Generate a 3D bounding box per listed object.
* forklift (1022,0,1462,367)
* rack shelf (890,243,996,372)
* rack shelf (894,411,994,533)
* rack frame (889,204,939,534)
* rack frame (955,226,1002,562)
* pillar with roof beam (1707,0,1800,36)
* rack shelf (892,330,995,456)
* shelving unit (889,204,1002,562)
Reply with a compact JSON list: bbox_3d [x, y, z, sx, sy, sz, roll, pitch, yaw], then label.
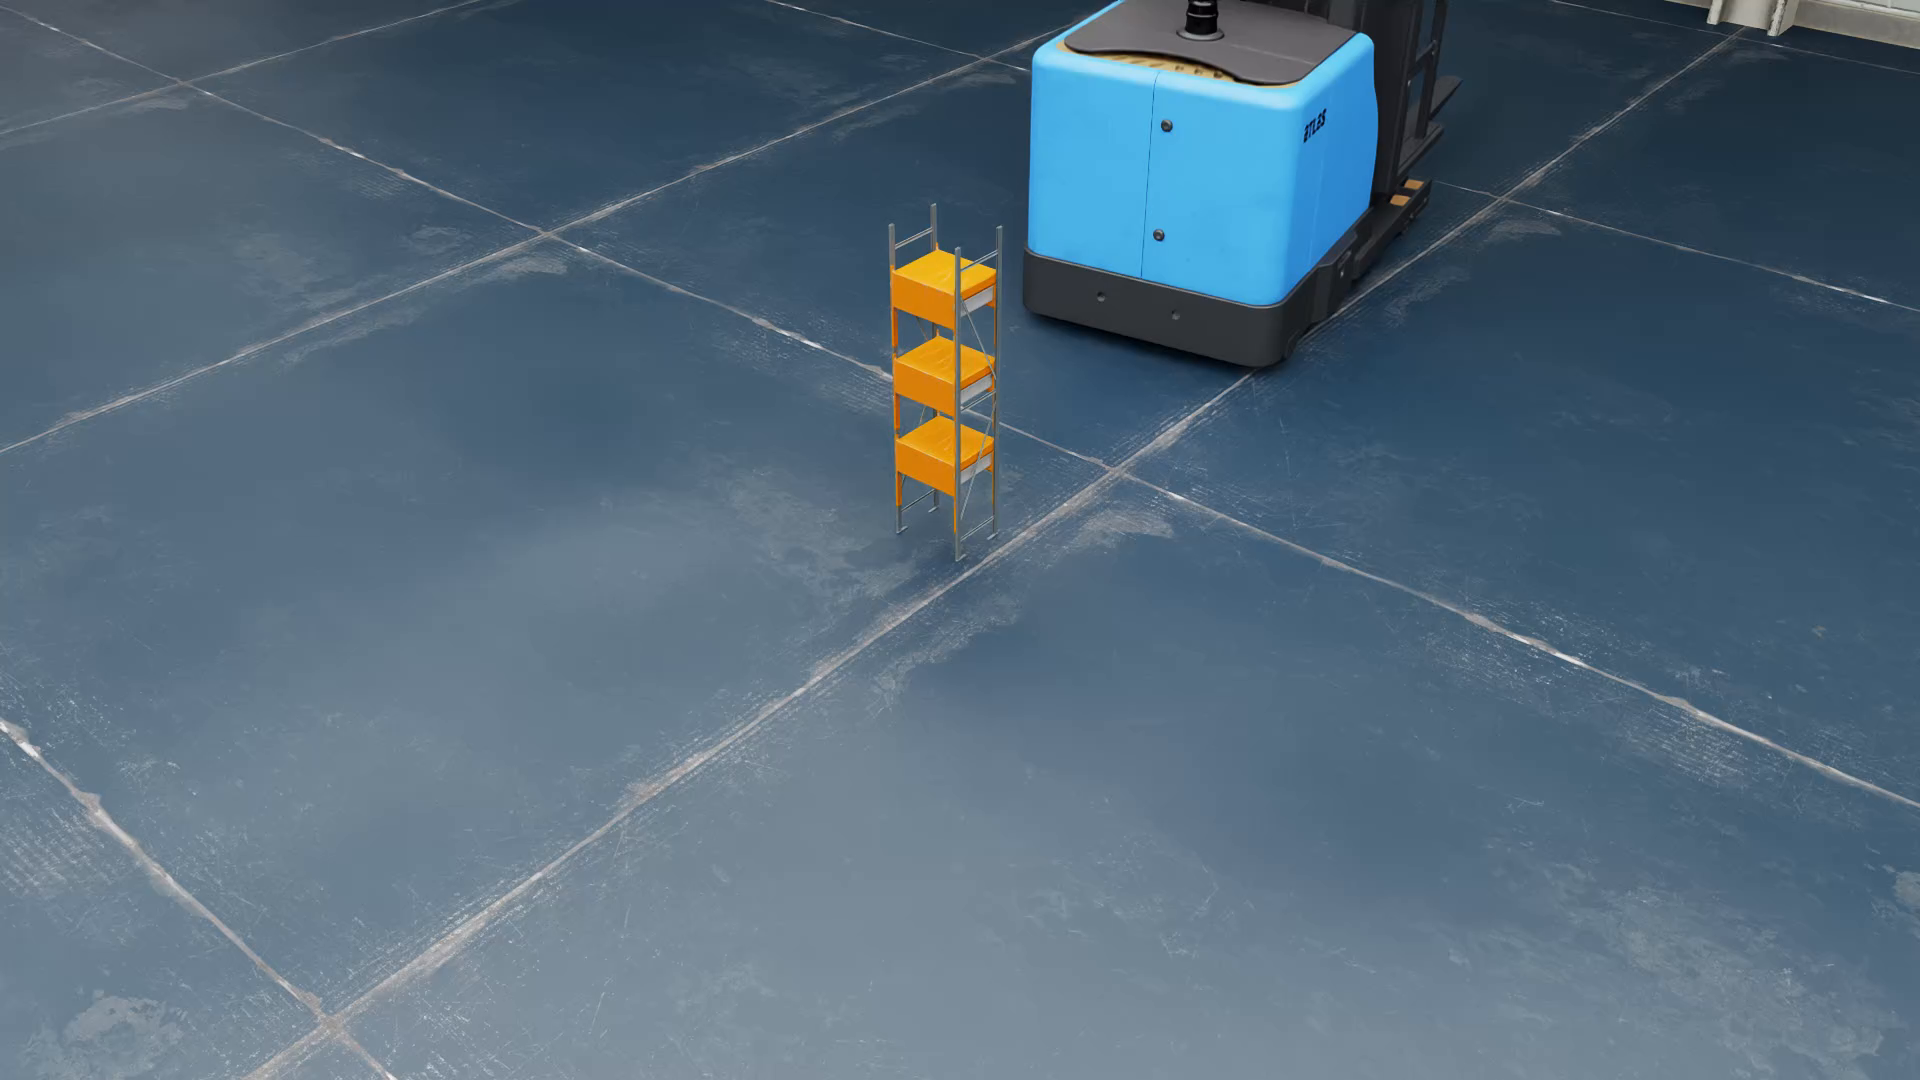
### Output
[{"bbox_3d":[1.413,-2.645,6.513,1.130,2.935,3.031,18,38,24],"label":"forklift"},{"bbox_3d":[-0.041,-0.677,4.826,0.240,0.259,0.215,25,42,32],"label":"rack shelf"},{"bbox_3d":[-0.041,-0.214,5.144,0.240,0.259,0.215,25,42,32],"label":"rack shelf"},{"bbox_3d":[-0.135,-0.496,5.045,0.008,1.050,0.200,25,42,32],"label":"rack frame"},{"bbox_3d":[0.053,-0.408,4.917,0.008,1.050,0.200,25,42,32],"label":"rack frame"},{"bbox_3d":[1.804,-4.818,4.317,0.400,9.000,9.100,25,42,32],"label":"pillar with roof beam"},{"bbox_3d":[-0.041,-0.443,4.987,0.240,0.259,0.215,25,42,32],"label":"rack shelf"},{"bbox_3d":[-0.041,-0.452,4.981,0.252,1.050,0.215,25,42,32],"label":"shelving unit"}]
